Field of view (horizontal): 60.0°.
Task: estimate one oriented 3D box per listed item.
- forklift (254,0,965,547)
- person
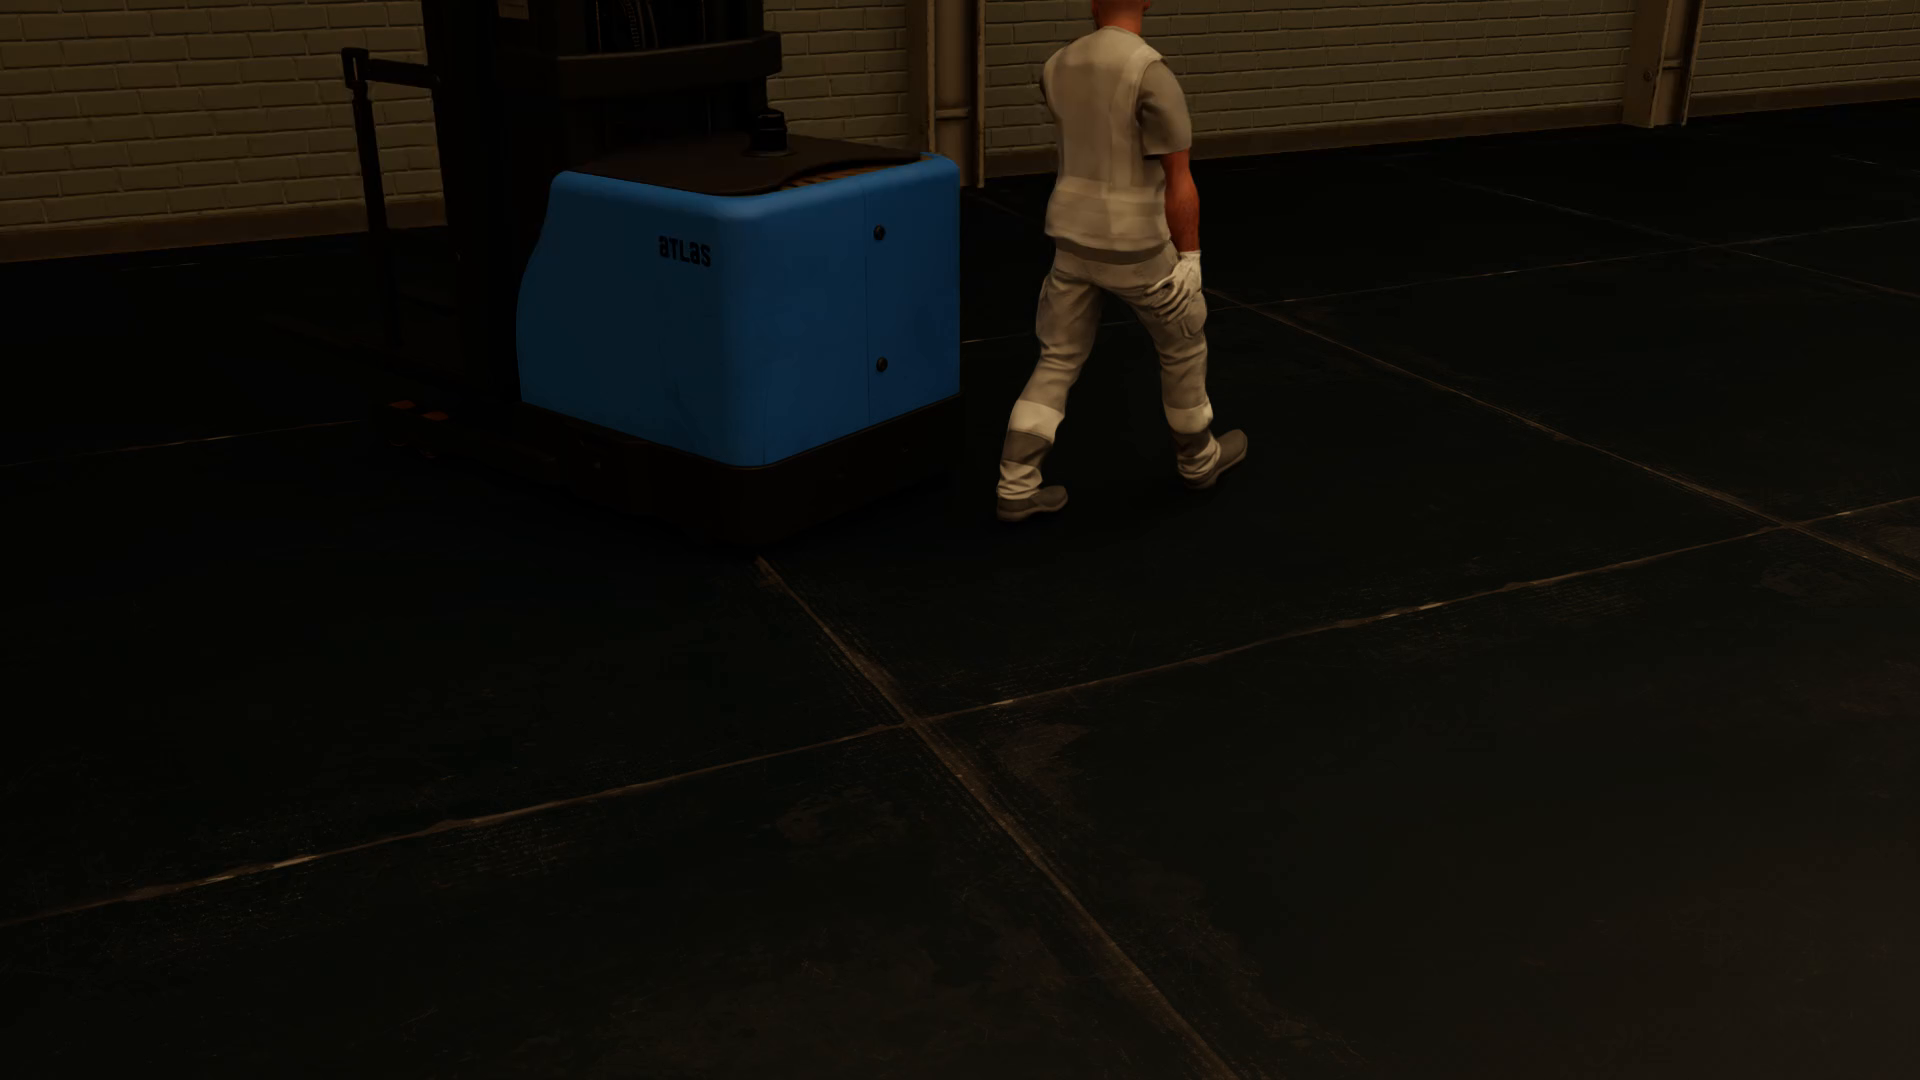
[{"bbox_3d":[-1.449,-1.776,5.560,3.031,2.935,1.130,17,28,35],"label":"forklift"},{"bbox_3d":[0.569,-0.920,5.099,0.686,1.730,0.937,19,29,39],"label":"person"}]
